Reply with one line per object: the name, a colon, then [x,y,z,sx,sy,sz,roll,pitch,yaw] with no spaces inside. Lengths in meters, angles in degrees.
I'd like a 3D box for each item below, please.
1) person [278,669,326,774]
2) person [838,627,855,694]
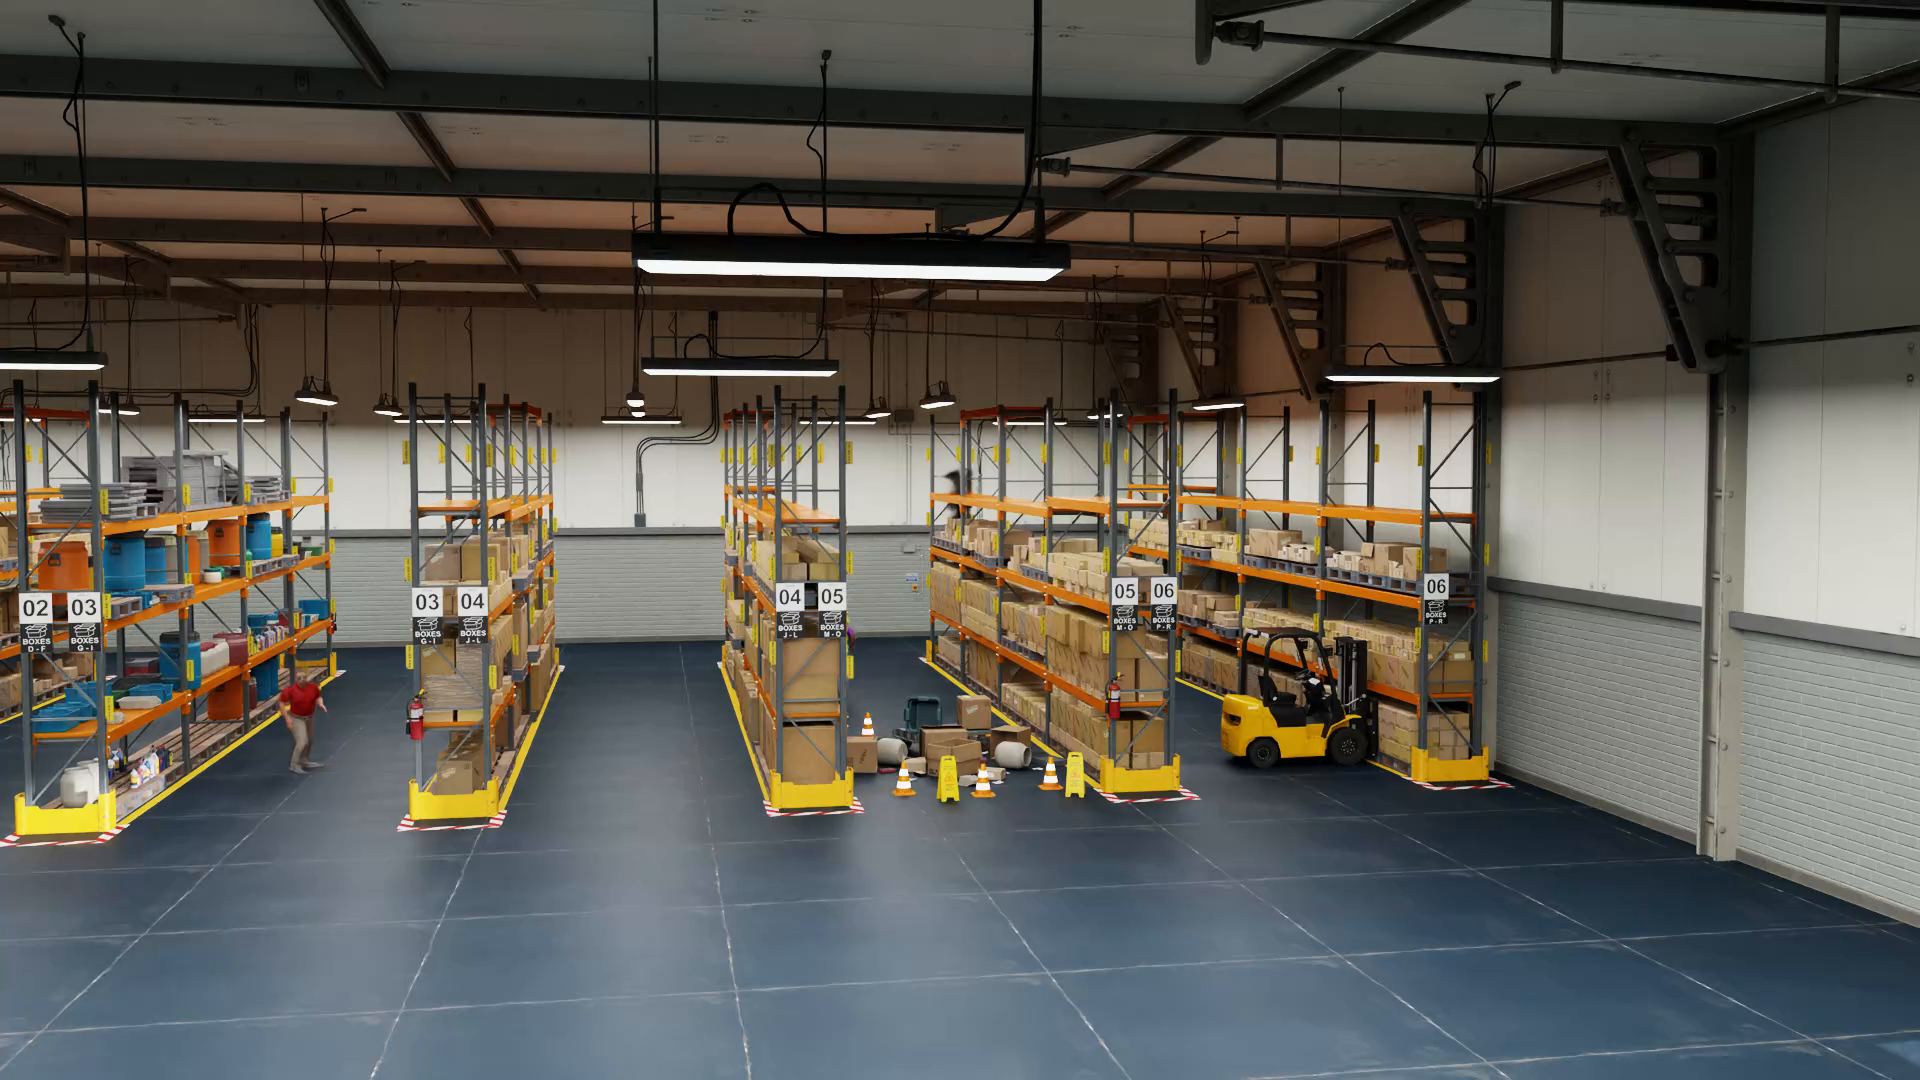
person: [-10.376,2.863,26.355,0.810,1.669,0.703,2,3,28]
person: [-2.522,2.376,34.367,0.693,1.773,0.969,0,3,-7]
